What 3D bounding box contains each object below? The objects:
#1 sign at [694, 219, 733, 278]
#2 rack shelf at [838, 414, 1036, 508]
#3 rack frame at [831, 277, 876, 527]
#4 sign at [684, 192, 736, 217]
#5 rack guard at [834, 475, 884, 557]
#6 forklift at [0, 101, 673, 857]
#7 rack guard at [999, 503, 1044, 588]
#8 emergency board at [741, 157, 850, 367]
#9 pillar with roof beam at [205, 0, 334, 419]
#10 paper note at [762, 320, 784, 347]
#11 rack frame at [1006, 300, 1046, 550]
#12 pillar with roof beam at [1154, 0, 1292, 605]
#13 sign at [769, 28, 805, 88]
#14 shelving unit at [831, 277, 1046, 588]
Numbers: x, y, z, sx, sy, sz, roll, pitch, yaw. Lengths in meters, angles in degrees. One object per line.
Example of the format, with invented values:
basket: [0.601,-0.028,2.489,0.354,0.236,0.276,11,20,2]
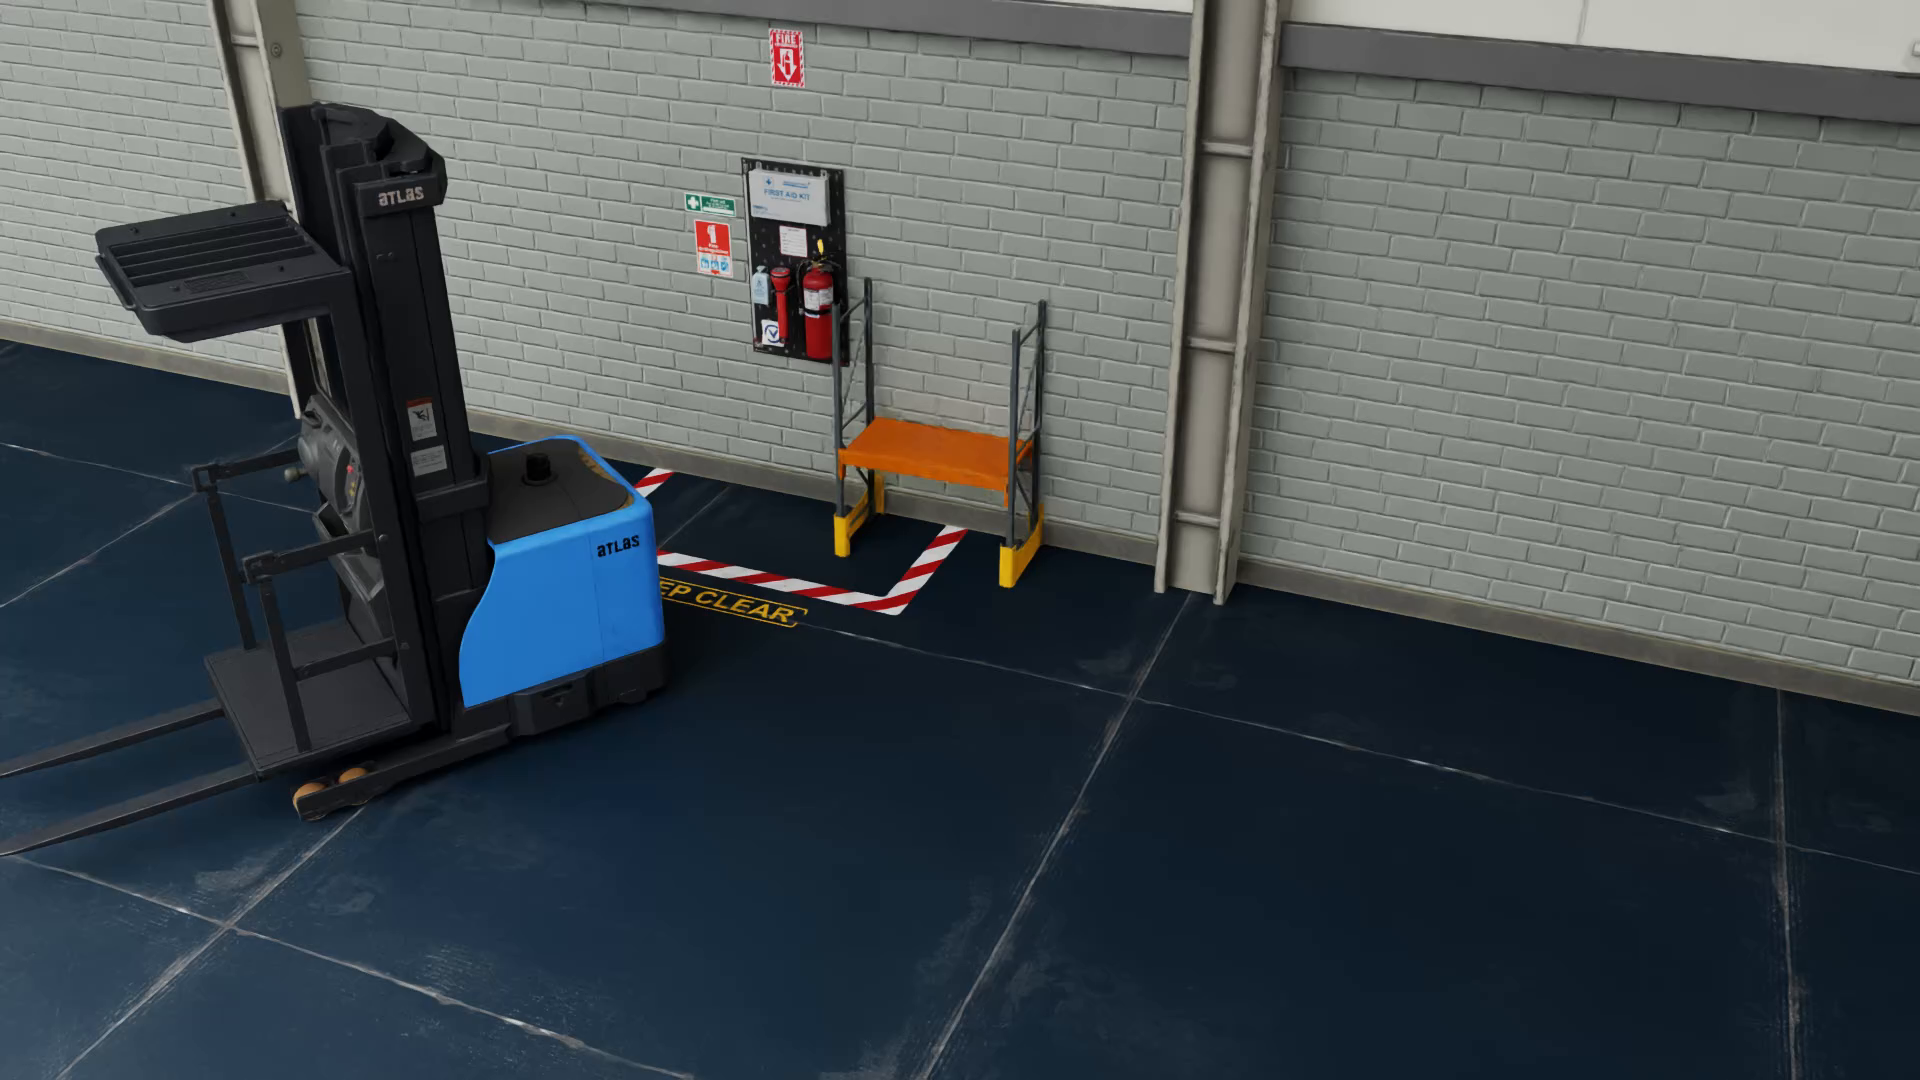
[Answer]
sign: [-1.432,-1.693,9.661,0.234,0.329,0.001,11,31,19]
rack shelf: [-0.122,-0.454,9.374,1.000,0.185,0.538,10,30,17]
rack frame: [-0.598,-0.699,9.438,0.032,1.500,0.500,10,30,17]
sign: [-1.431,-1.919,9.522,0.331,0.109,0.001,11,31,19]
rack guard: [-0.587,-0.145,9.728,0.087,0.250,0.587,10,30,17]
forklift: [-2.960,-0.308,7.316,3.031,2.935,1.130,-18,34,-29]
rack guard: [0.350,0.023,9.437,0.087,0.250,0.587,10,30,17]
emergency board: [-0.958,-1.529,9.406,0.643,1.169,0.194,11,31,19]
pillar with roof beam: [-5.861,-2.813,5.581,0.400,9.000,9.100,11,31,19]
paper note: [-1.097,-1.209,9.736,0.142,0.148,0.016,11,31,19]
rack frame: [0.359,-0.526,9.141,0.032,1.500,0.500,10,30,17]
pillar with roof beam: [-0.301,-1.703,3.617,0.400,9.000,9.100,11,31,19]
sign: [-0.928,-2.585,8.919,0.199,0.298,0.001,11,31,19]
shelving unit: [-0.111,-0.611,9.286,1.083,1.500,0.587,10,30,17]
